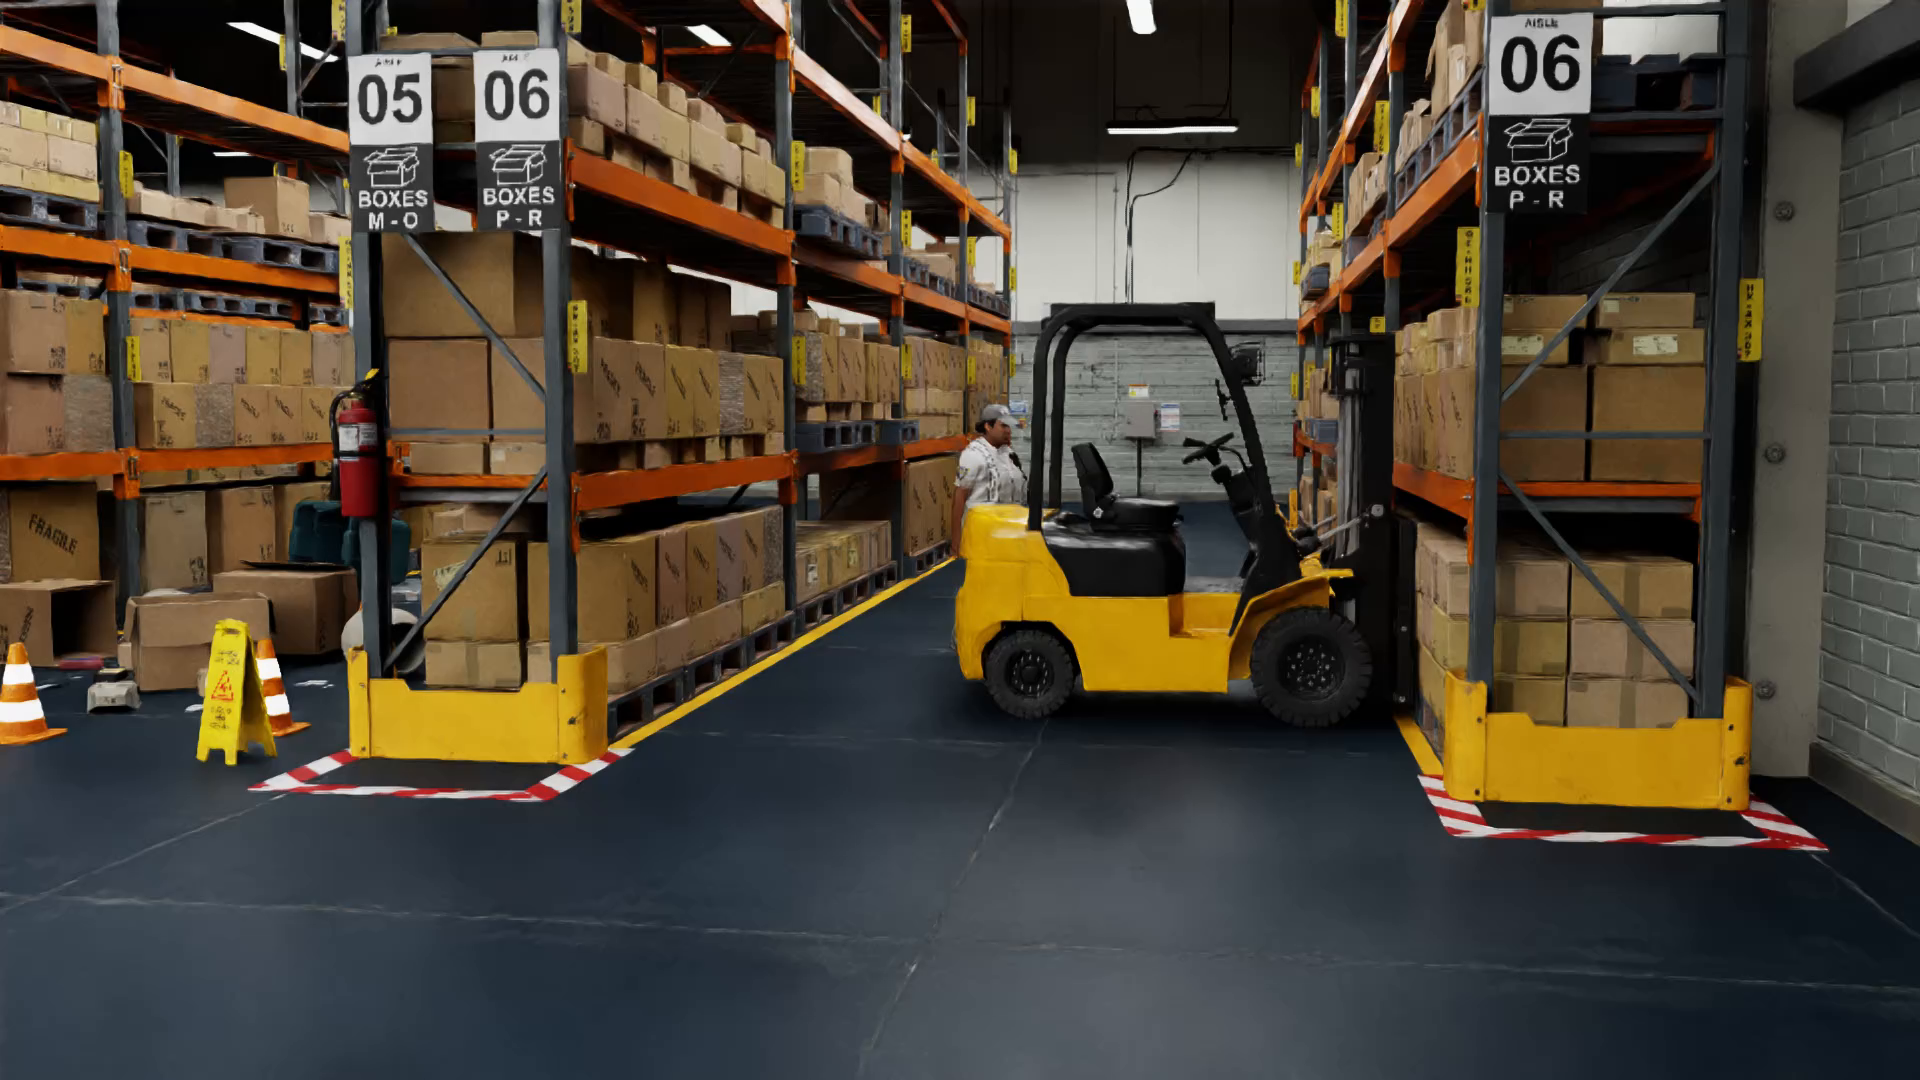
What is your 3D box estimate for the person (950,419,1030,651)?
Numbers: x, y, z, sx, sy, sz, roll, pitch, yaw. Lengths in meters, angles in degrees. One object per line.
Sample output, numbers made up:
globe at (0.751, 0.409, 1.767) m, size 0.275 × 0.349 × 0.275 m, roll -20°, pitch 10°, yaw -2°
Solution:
person at (0.248, -0.038, 10.505) m, size 0.885 × 1.620 × 0.543 m, roll 3°, pitch 6°, yaw 35°
